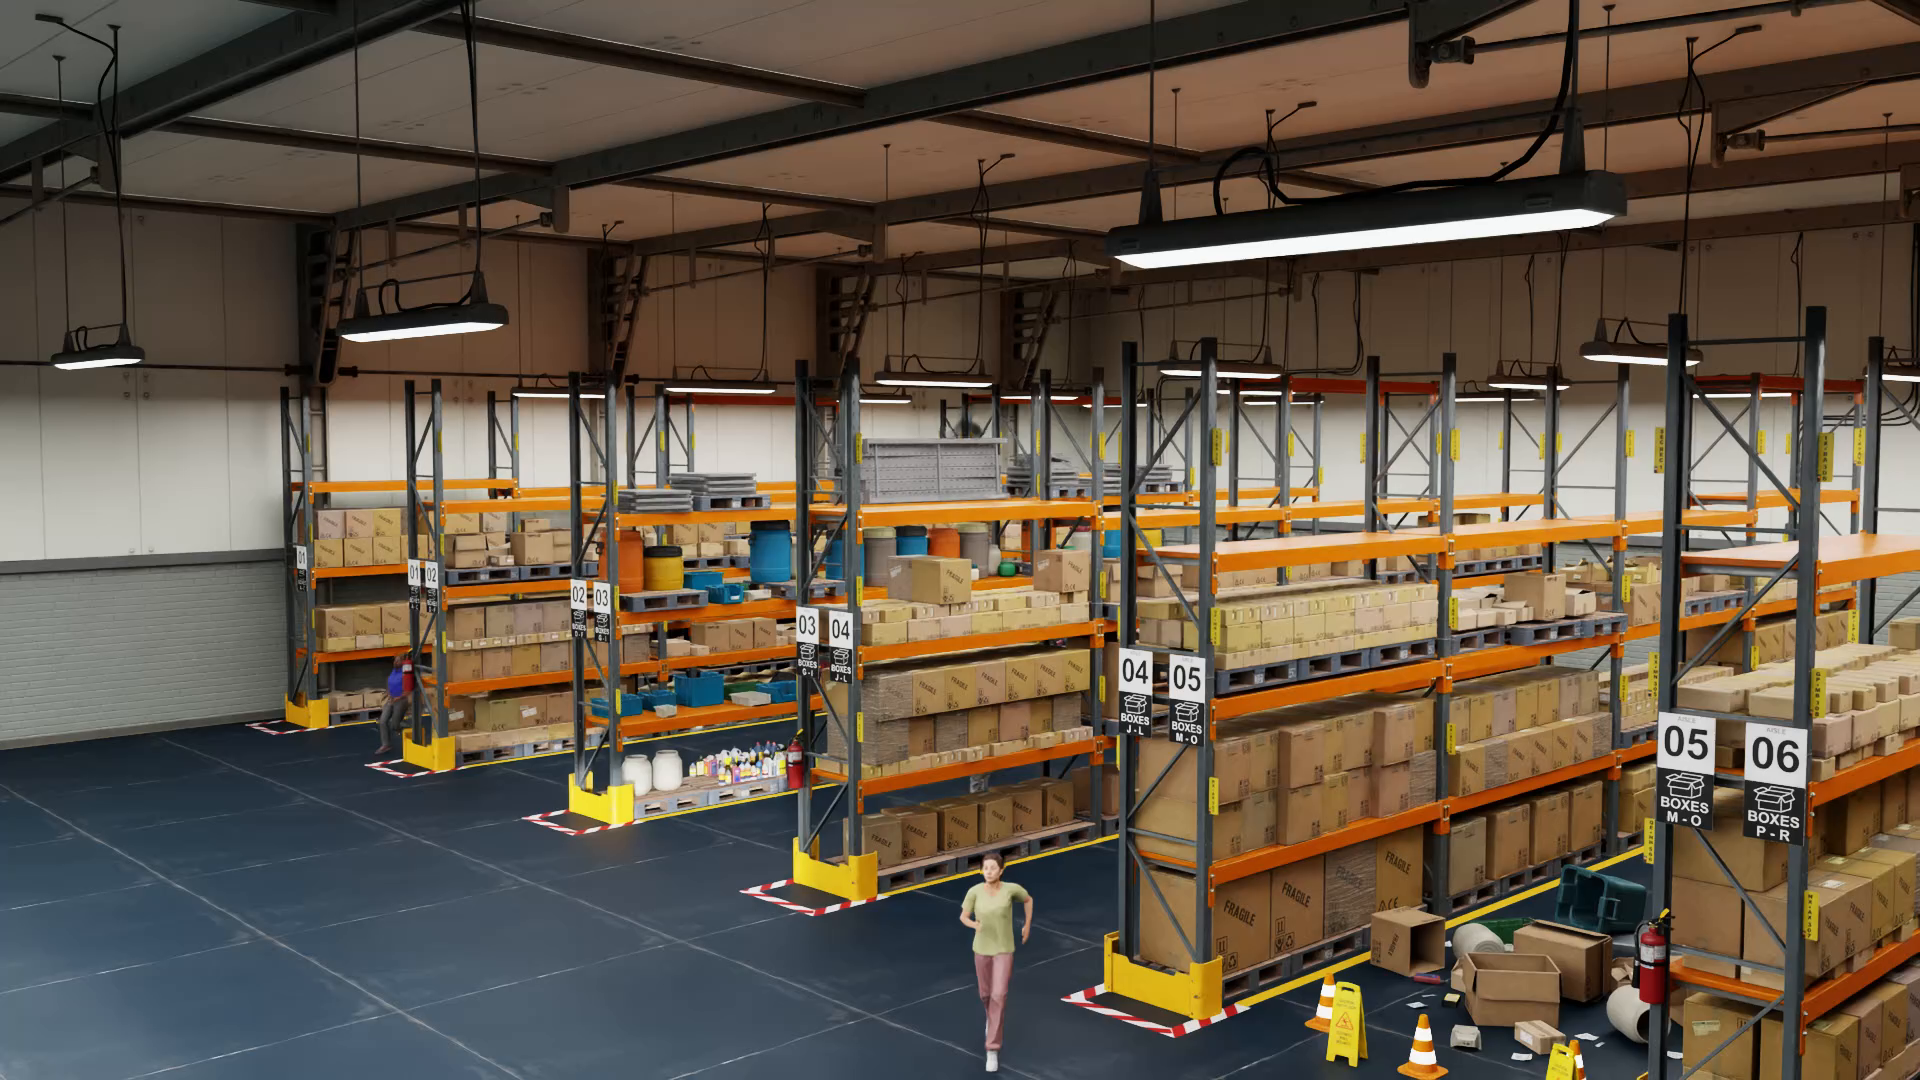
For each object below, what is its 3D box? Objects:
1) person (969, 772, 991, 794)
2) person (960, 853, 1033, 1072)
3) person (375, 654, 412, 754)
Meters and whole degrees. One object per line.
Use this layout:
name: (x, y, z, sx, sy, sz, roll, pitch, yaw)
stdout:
person: (0.256, 2.799, 23.257, 0.691, 1.750, 0.734, 2, 4, 32)
person: (0.271, 3.429, 13.792, 0.581, 1.646, 0.985, 1, 4, 13)
person: (-9.103, 2.649, 27.026, 0.615, 1.619, 0.709, 2, 4, 33)
